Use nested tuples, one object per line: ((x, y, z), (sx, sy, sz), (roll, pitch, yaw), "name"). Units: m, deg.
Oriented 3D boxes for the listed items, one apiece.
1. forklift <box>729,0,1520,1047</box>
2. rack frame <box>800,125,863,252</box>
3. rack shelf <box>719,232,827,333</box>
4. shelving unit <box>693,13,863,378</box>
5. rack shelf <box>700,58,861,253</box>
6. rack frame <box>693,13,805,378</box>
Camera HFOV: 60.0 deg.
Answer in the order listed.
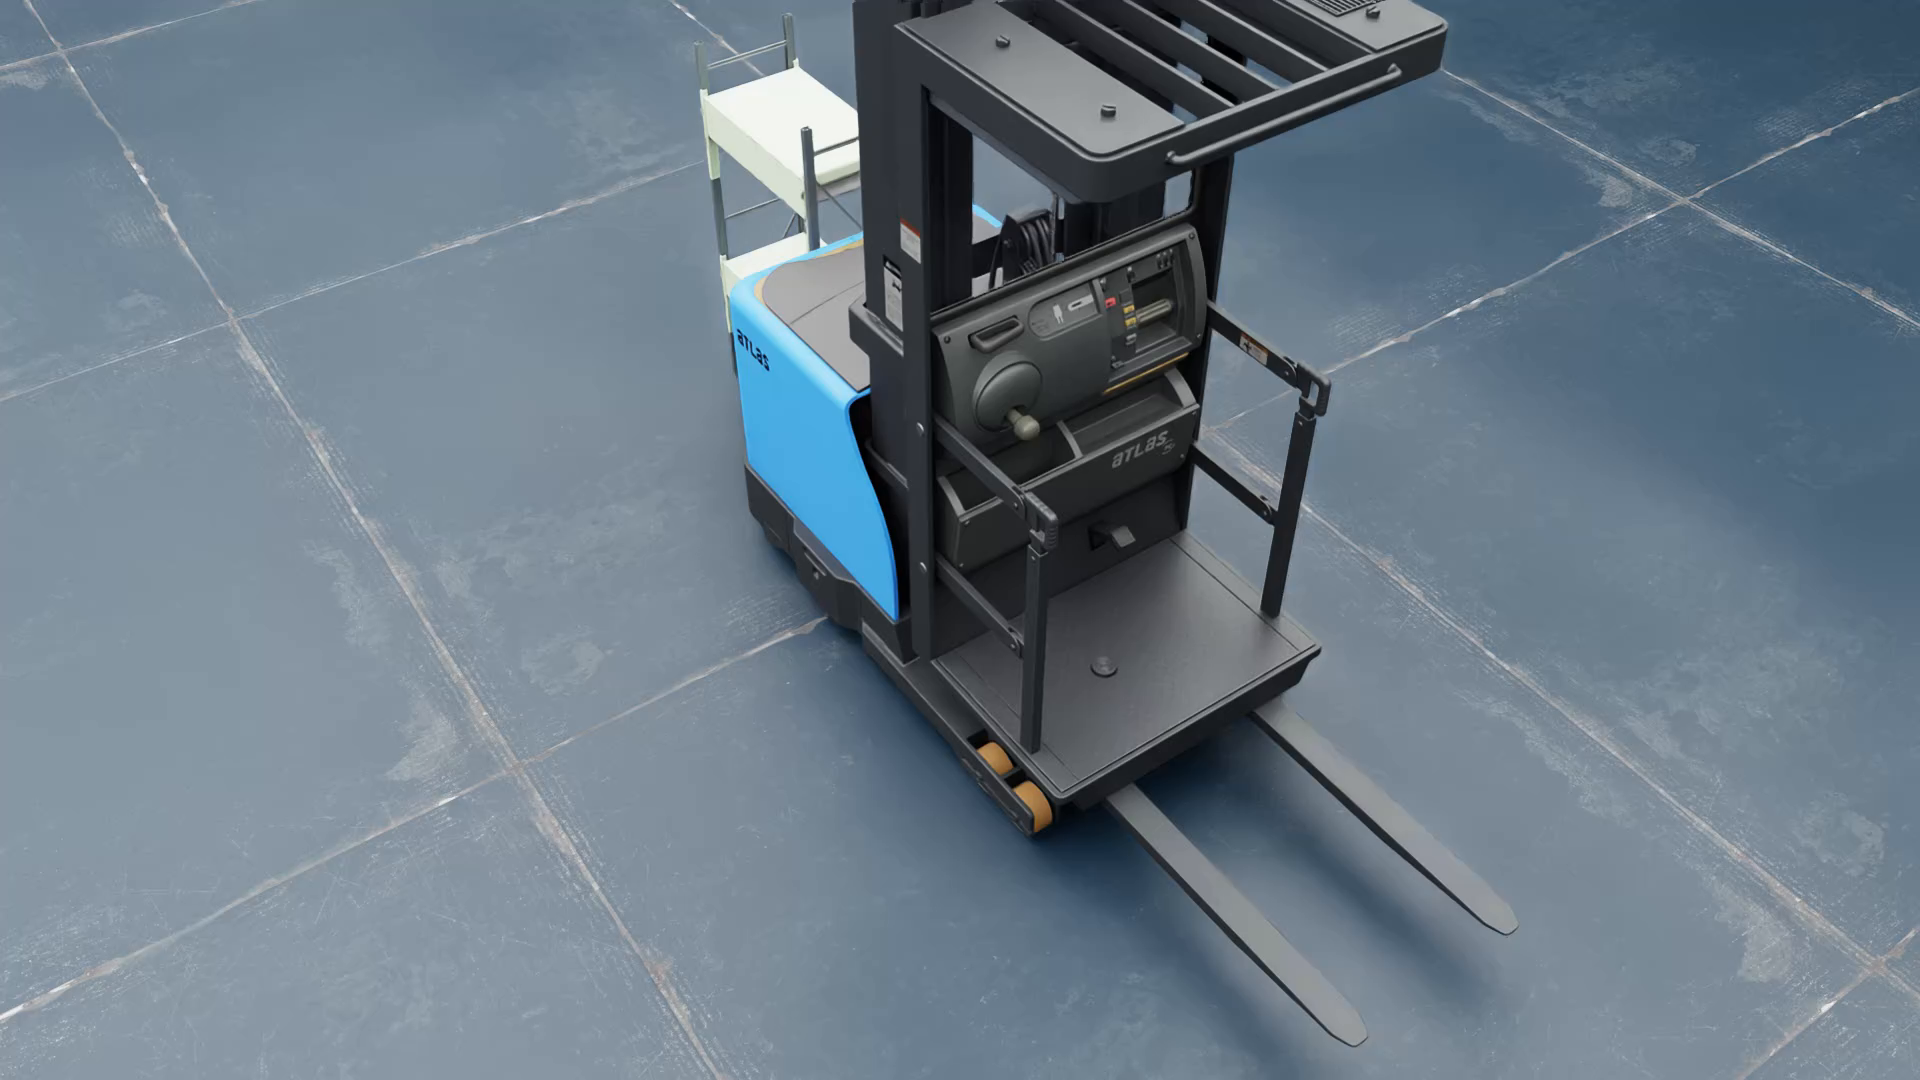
((0.463, -0.514, 4.666), (1.130, 2.935, 3.031), (-26, 49, -25), "forklift")
((-0.360, -0.894, 6.101), (0.400, 1.500, 0.023), (-26, 49, -25), "rack frame")
((-0.572, -0.865, 6.542), (0.431, 0.370, 0.720), (-26, 49, -25), "rack shelf")
((-0.572, -1.101, 6.317), (0.431, 1.500, 0.755), (-26, 49, -25), "shelving unit")
((-0.572, -1.383, 6.047), (0.431, 0.370, 0.720), (-26, 49, -25), "rack shelf")
((-0.783, -1.307, 6.533), (0.400, 1.500, 0.023), (-26, 49, -25), "rack frame")
